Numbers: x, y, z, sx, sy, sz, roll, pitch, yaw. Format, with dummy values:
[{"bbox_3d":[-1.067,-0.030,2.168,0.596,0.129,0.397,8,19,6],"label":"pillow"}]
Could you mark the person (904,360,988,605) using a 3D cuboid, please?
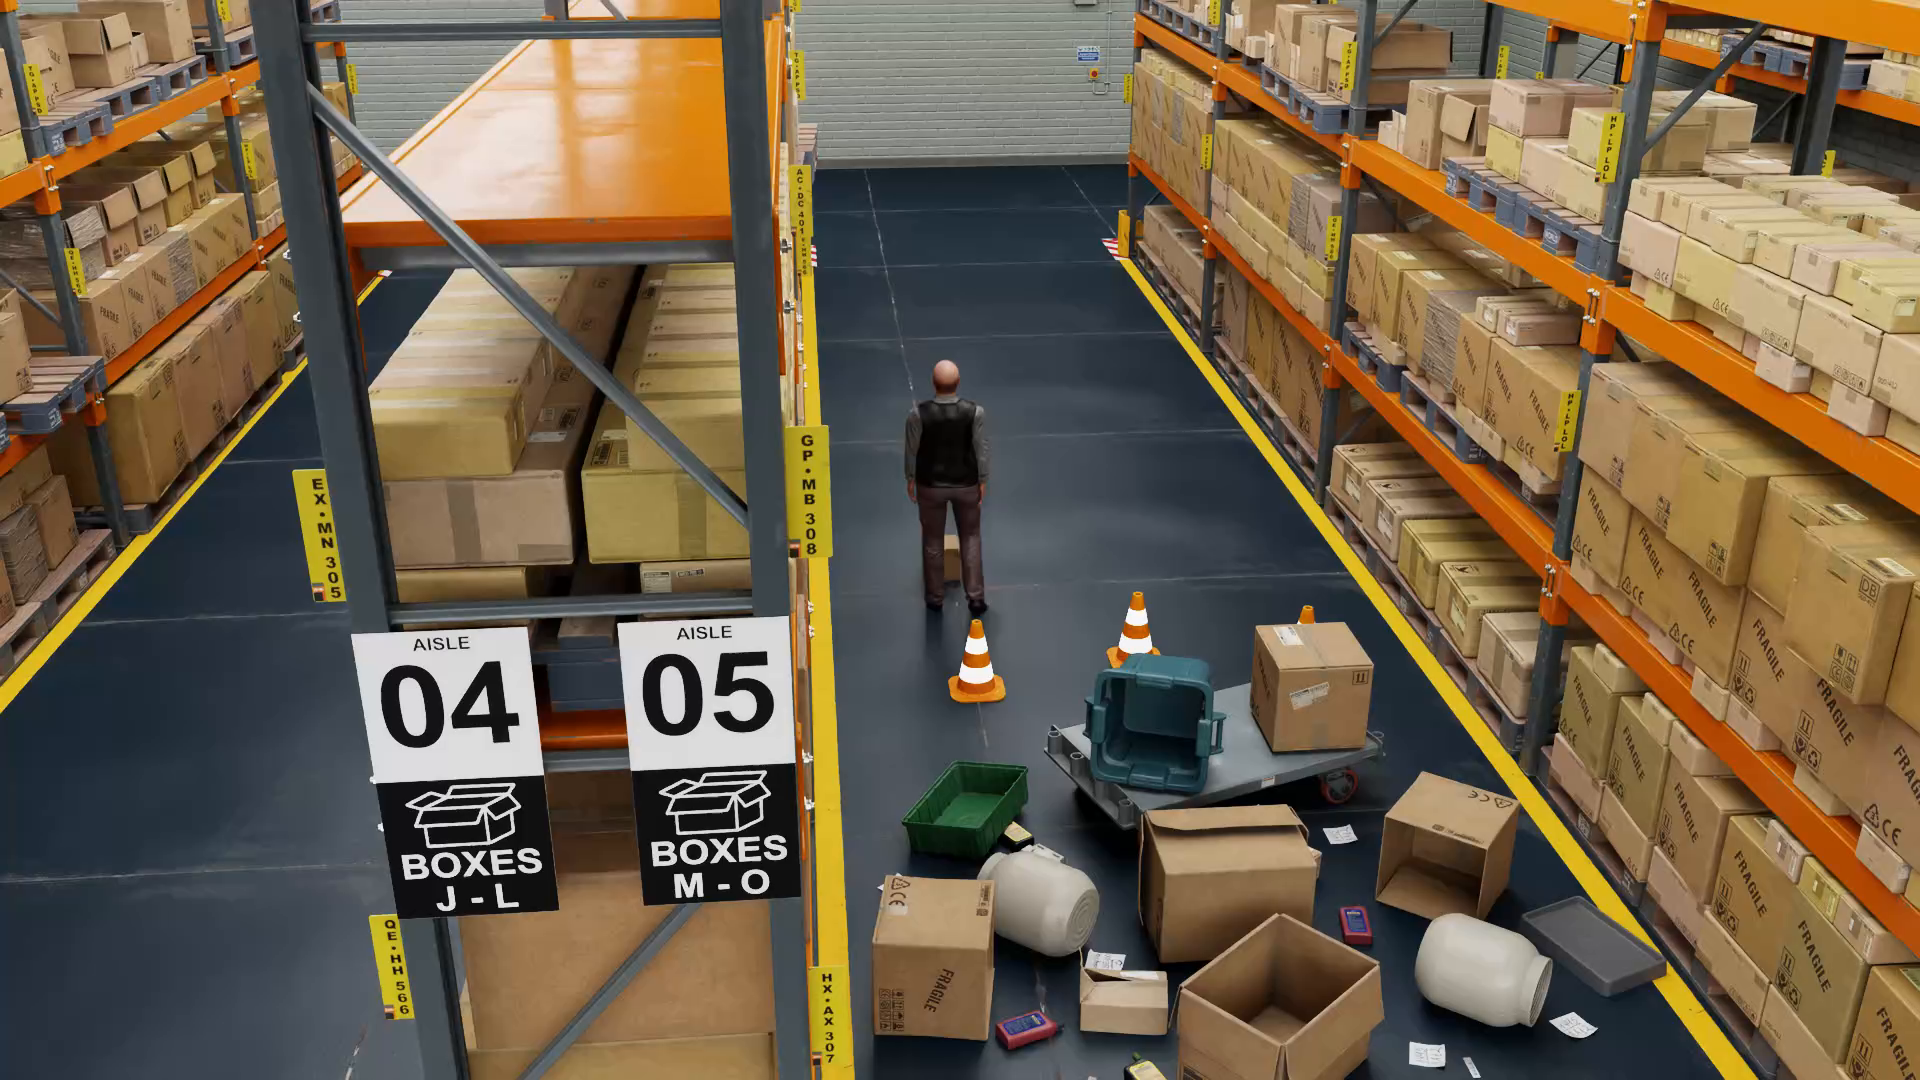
[{"bbox_3d":[-0.089,-0.372,10.909,0.548,1.672,0.385,-2,24,-4],"label":"person"}]
